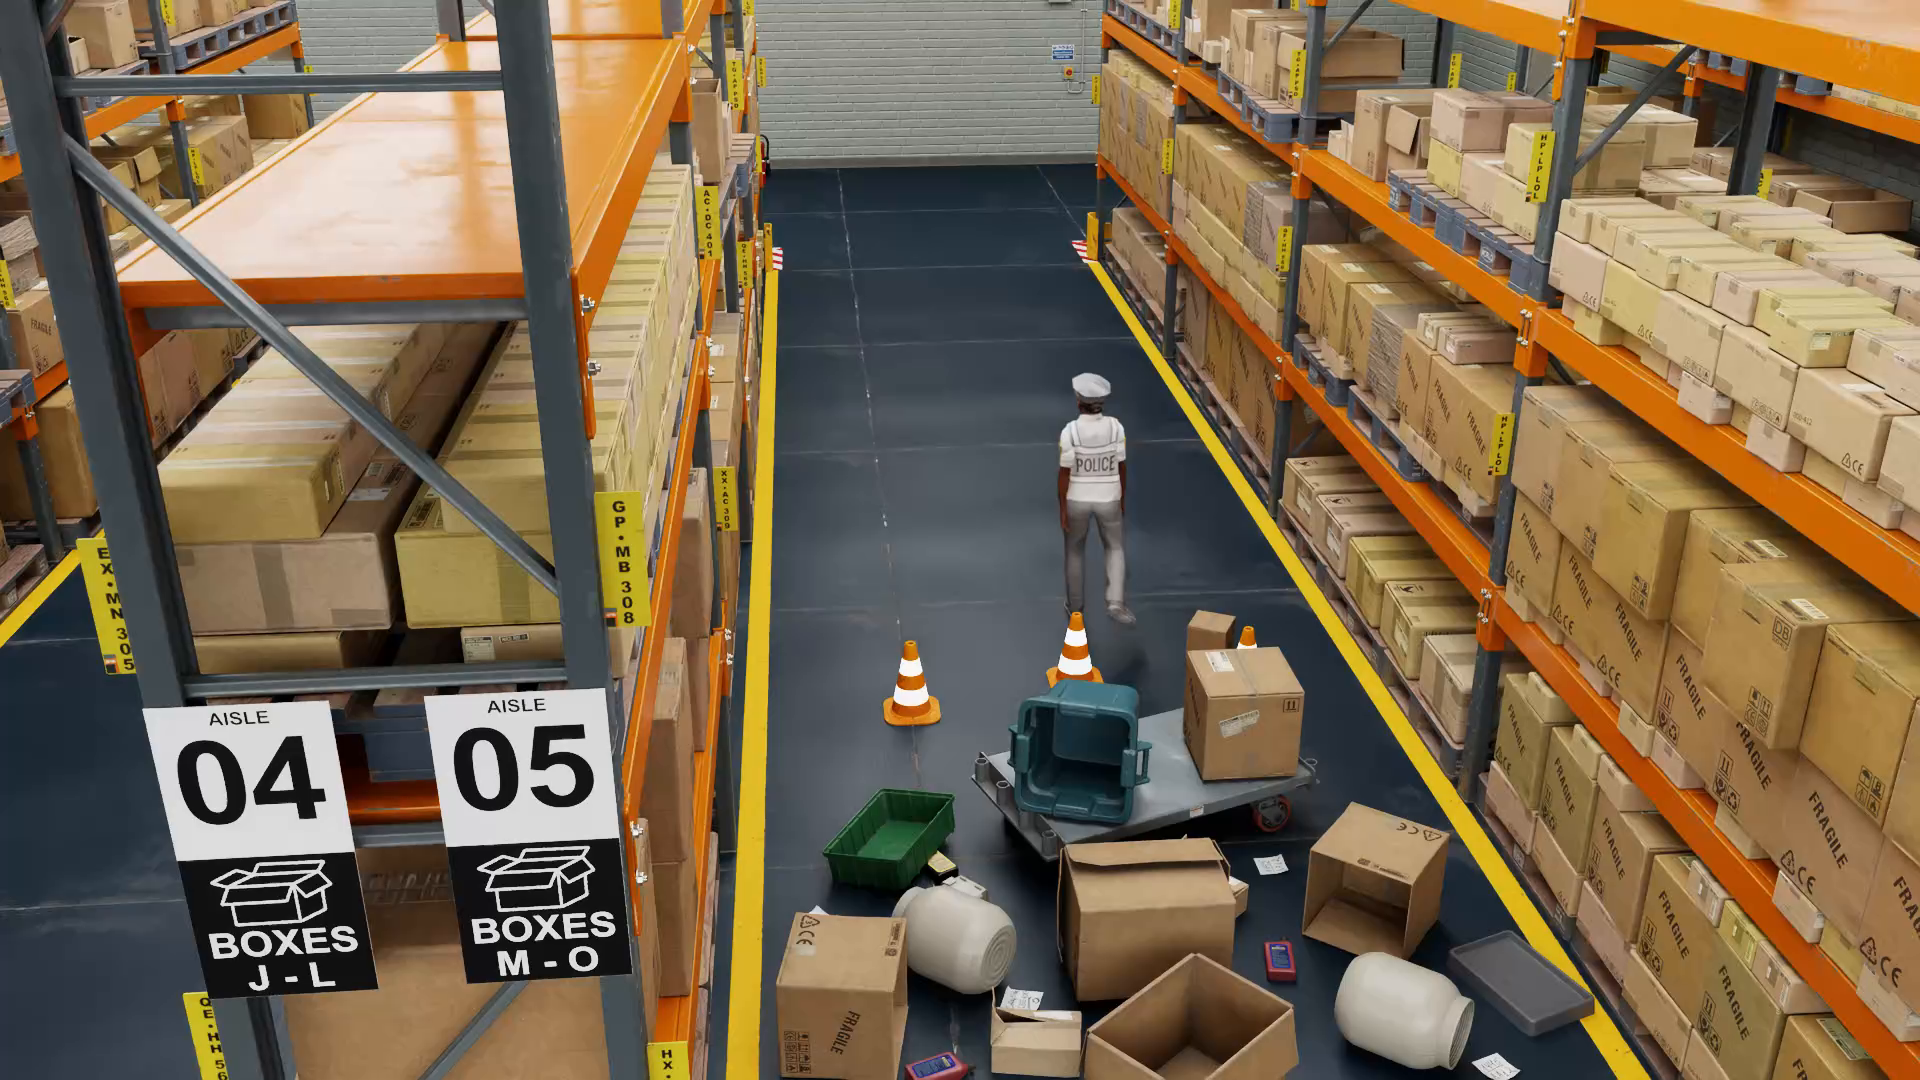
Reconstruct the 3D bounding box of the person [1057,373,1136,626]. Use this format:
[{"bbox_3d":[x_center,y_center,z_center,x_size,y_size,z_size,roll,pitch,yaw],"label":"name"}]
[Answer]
[{"bbox_3d":[0.878,-0.213,10.718,0.494,1.666,0.695,-2,24,-5],"label":"person"}]
